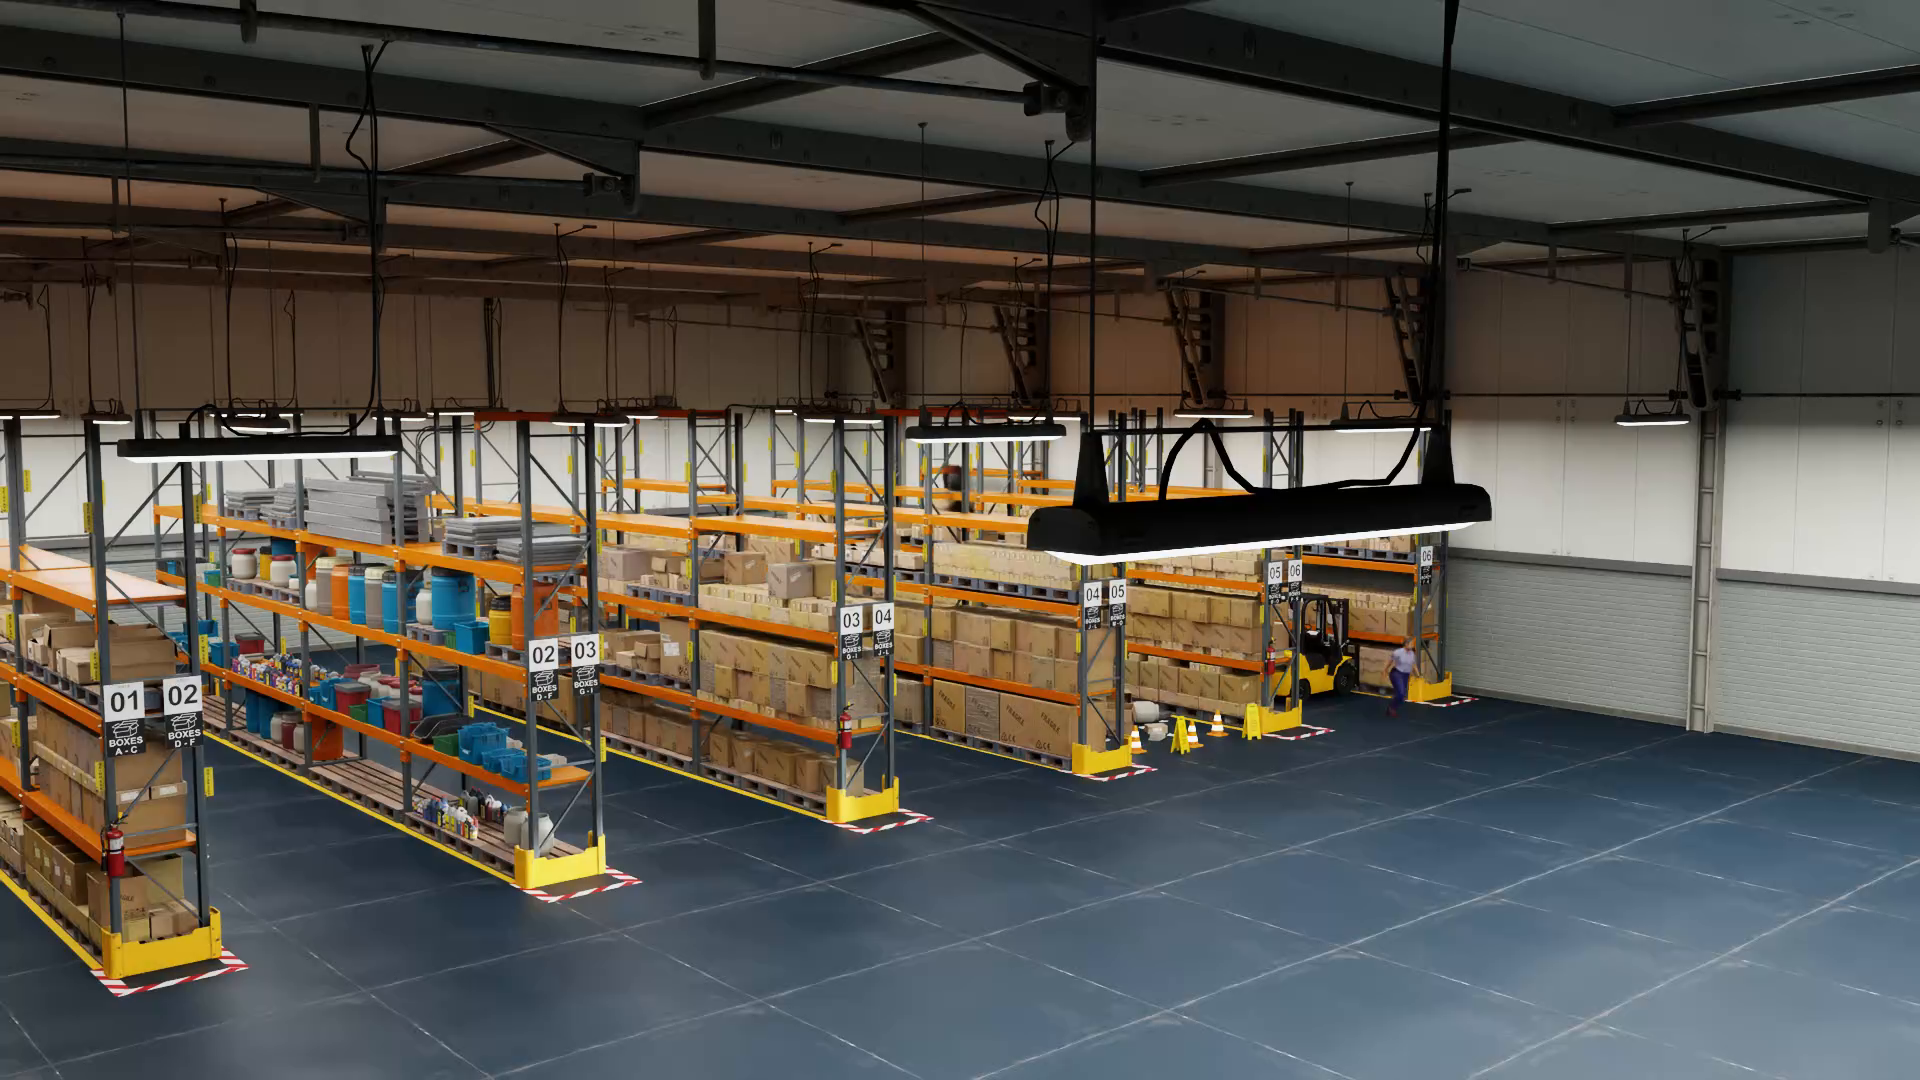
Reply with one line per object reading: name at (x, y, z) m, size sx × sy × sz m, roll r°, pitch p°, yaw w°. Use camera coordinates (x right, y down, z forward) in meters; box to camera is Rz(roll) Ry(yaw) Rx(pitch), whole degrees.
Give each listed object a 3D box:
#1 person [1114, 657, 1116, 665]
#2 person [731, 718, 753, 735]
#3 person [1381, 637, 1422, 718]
person at (3.383, 2.197, 37.327) m, size 0.674 × 1.764 × 0.653 m, roll -3°, pitch 6°, yaw -29°
person at (-3.907, 2.862, 30.959) m, size 0.811 × 1.631 × 0.607 m, roll 0°, pitch 5°, yaw 4°
person at (8.626, 2.684, 32.475) m, size 0.587 × 1.606 × 0.677 m, roll -3°, pitch 6°, yaw -34°
